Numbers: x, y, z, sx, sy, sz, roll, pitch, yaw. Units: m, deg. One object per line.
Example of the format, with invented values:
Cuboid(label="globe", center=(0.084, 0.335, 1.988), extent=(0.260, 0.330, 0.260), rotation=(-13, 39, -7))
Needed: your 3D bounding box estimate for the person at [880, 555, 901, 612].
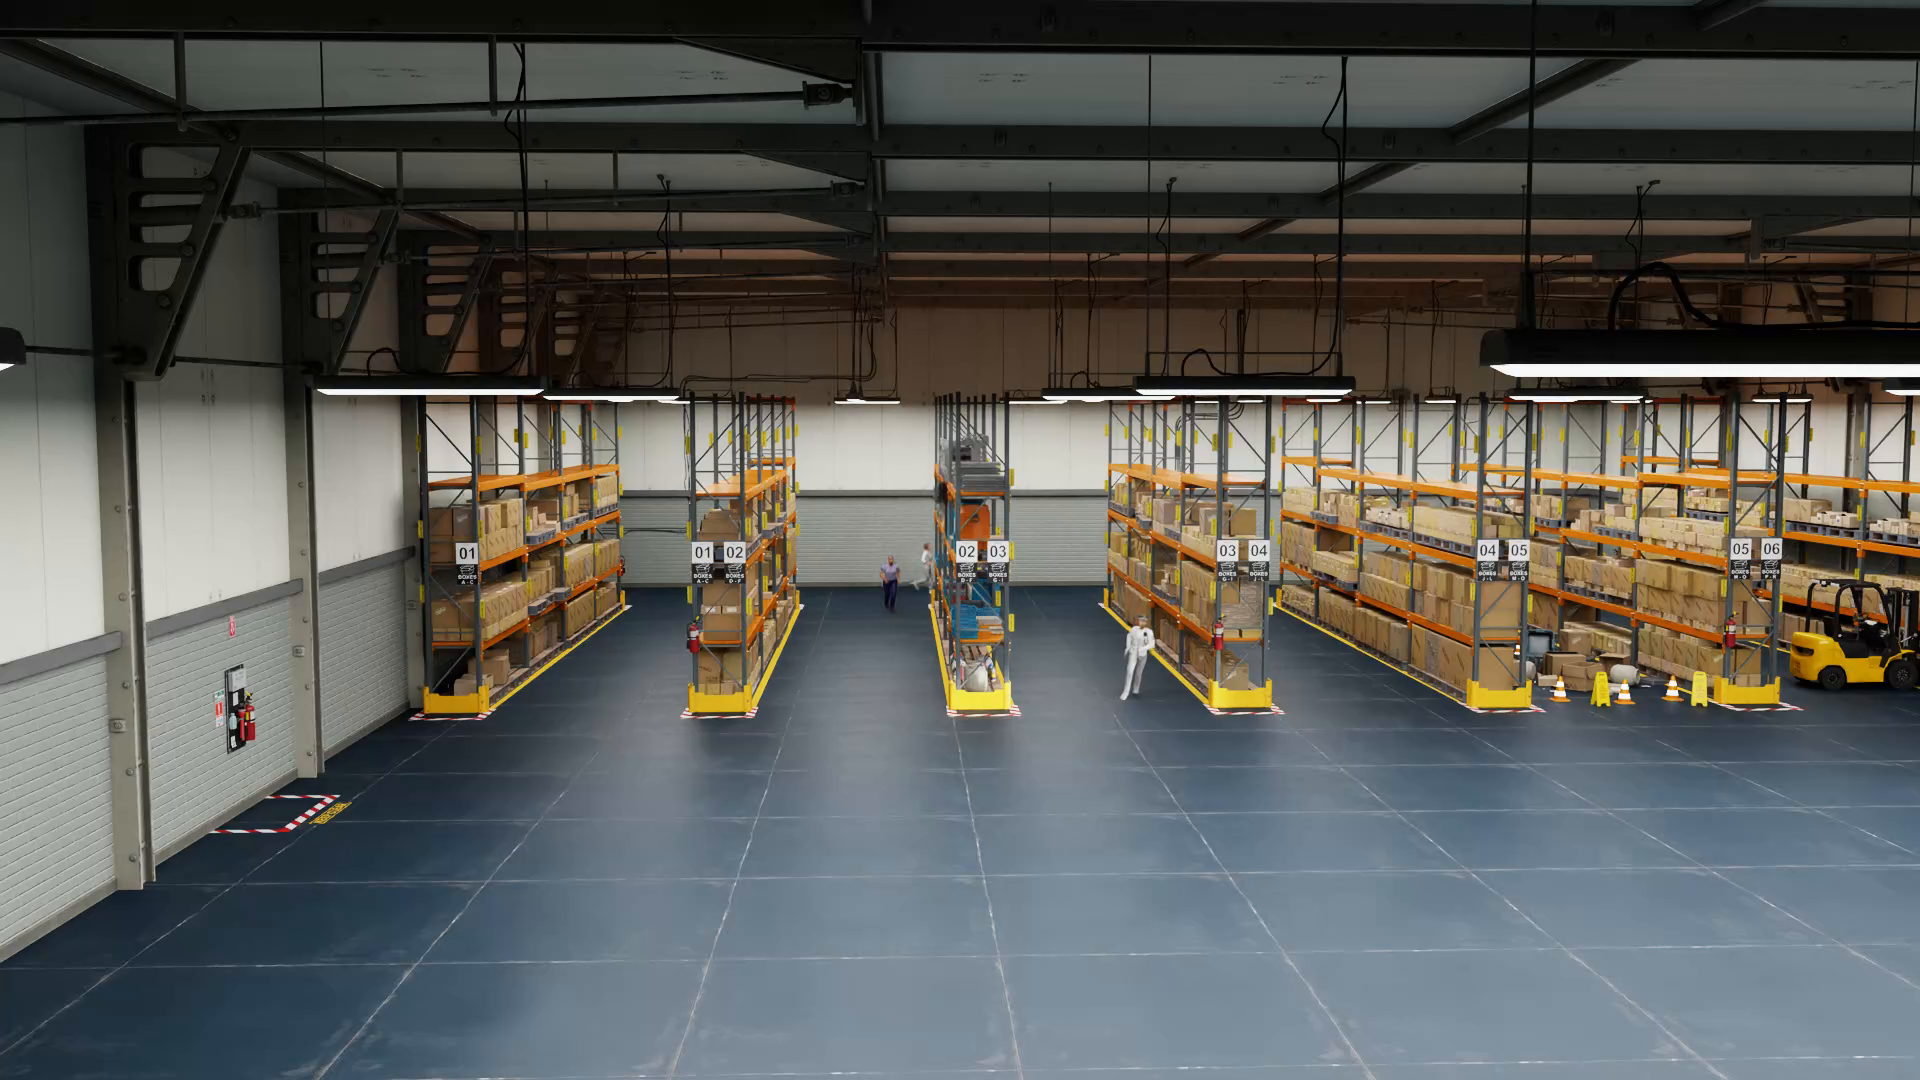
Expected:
Cuboid(label="person", center=(-1.953, 1.213, 46.590), extent=(0.609, 1.595, 0.630), rotation=(-1, 5, -9))

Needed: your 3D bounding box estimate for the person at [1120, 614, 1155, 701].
Cuboid(label="person", center=(3.501, 2.266, 32.604), extent=(0.653, 1.668, 0.829), rotation=(1, 5, 11))

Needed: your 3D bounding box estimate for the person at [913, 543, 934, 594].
Cuboid(label="person", center=(-1.049, 0.874, 50.812), extent=(0.770, 1.588, 0.551), rotation=(1, 5, 16))
